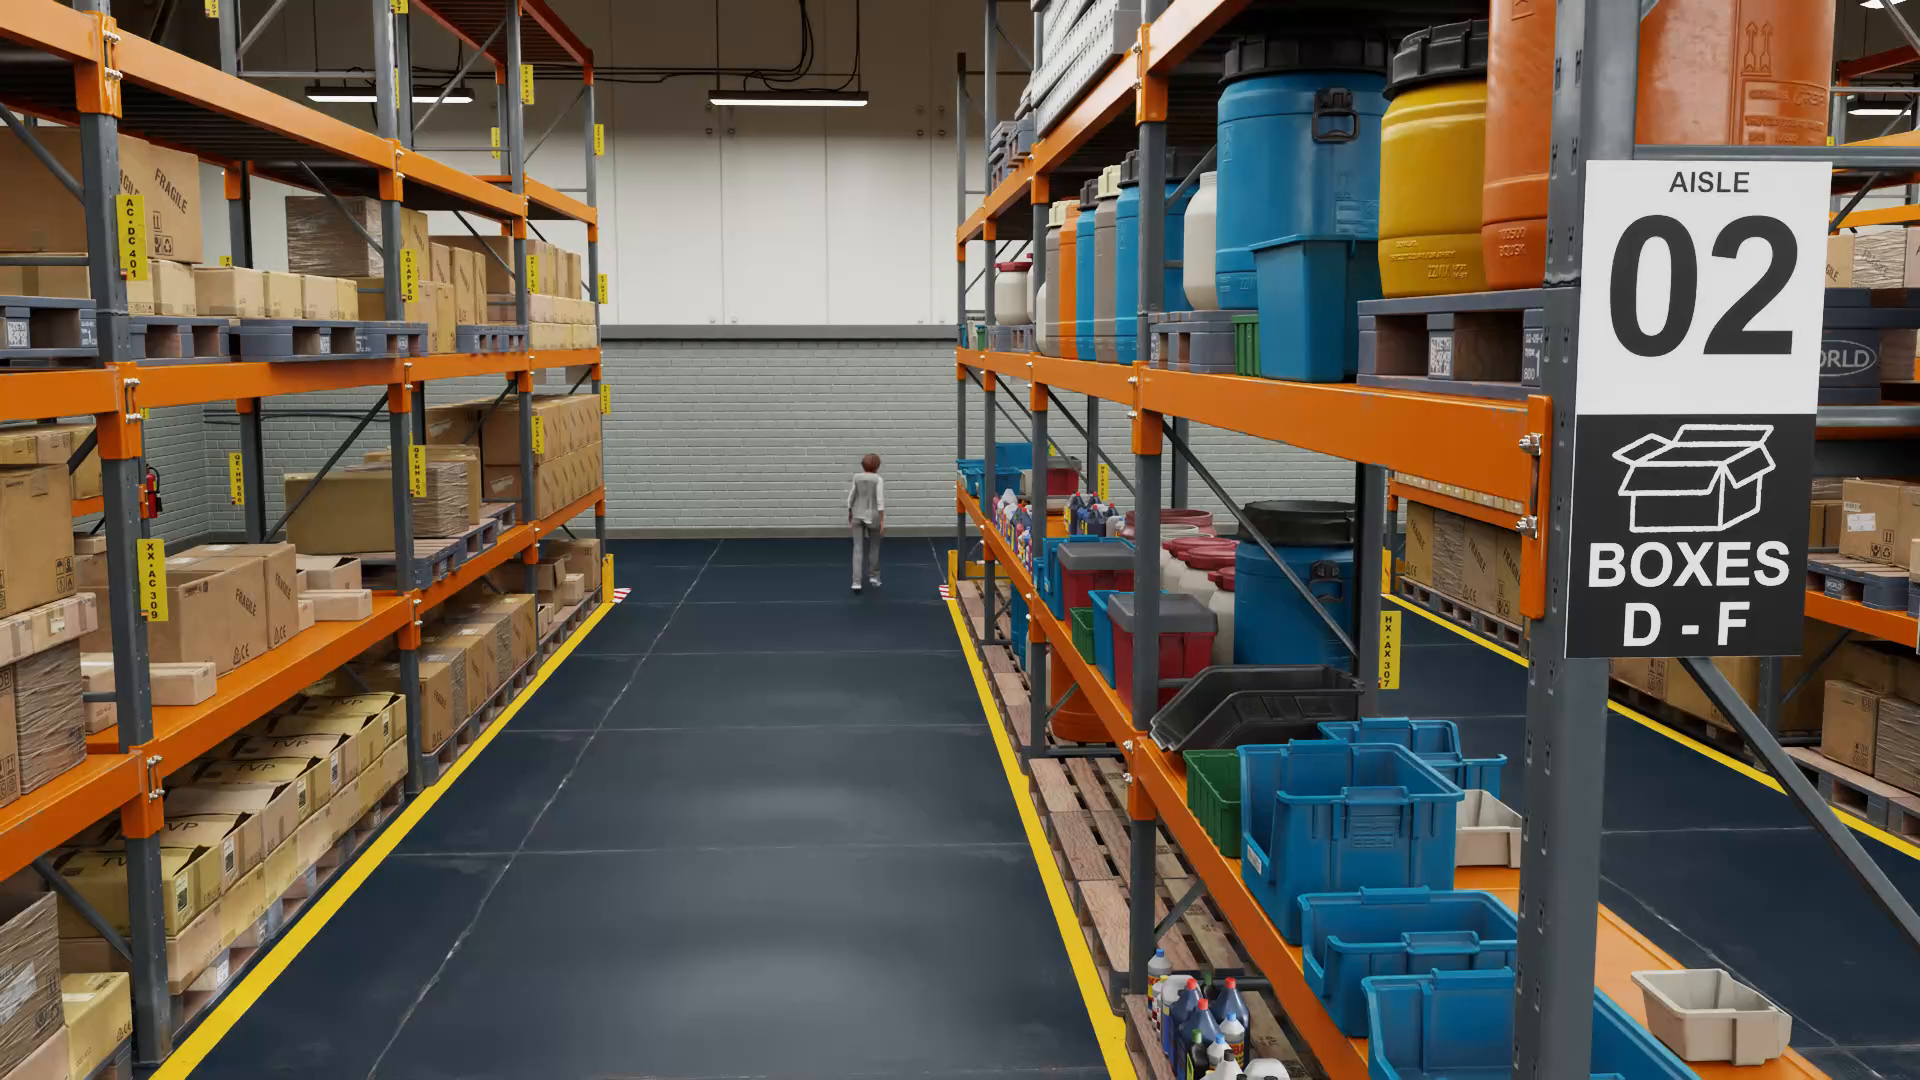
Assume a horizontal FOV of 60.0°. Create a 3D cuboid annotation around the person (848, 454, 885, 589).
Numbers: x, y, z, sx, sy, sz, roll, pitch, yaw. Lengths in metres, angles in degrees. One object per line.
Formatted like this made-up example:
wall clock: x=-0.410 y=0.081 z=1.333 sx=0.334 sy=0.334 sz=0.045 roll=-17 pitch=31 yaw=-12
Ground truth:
person: x=-1.089 y=-0.221 z=19.309 sx=0.538 sy=1.576 sz=0.808 roll=2 pitch=7 yaw=16
